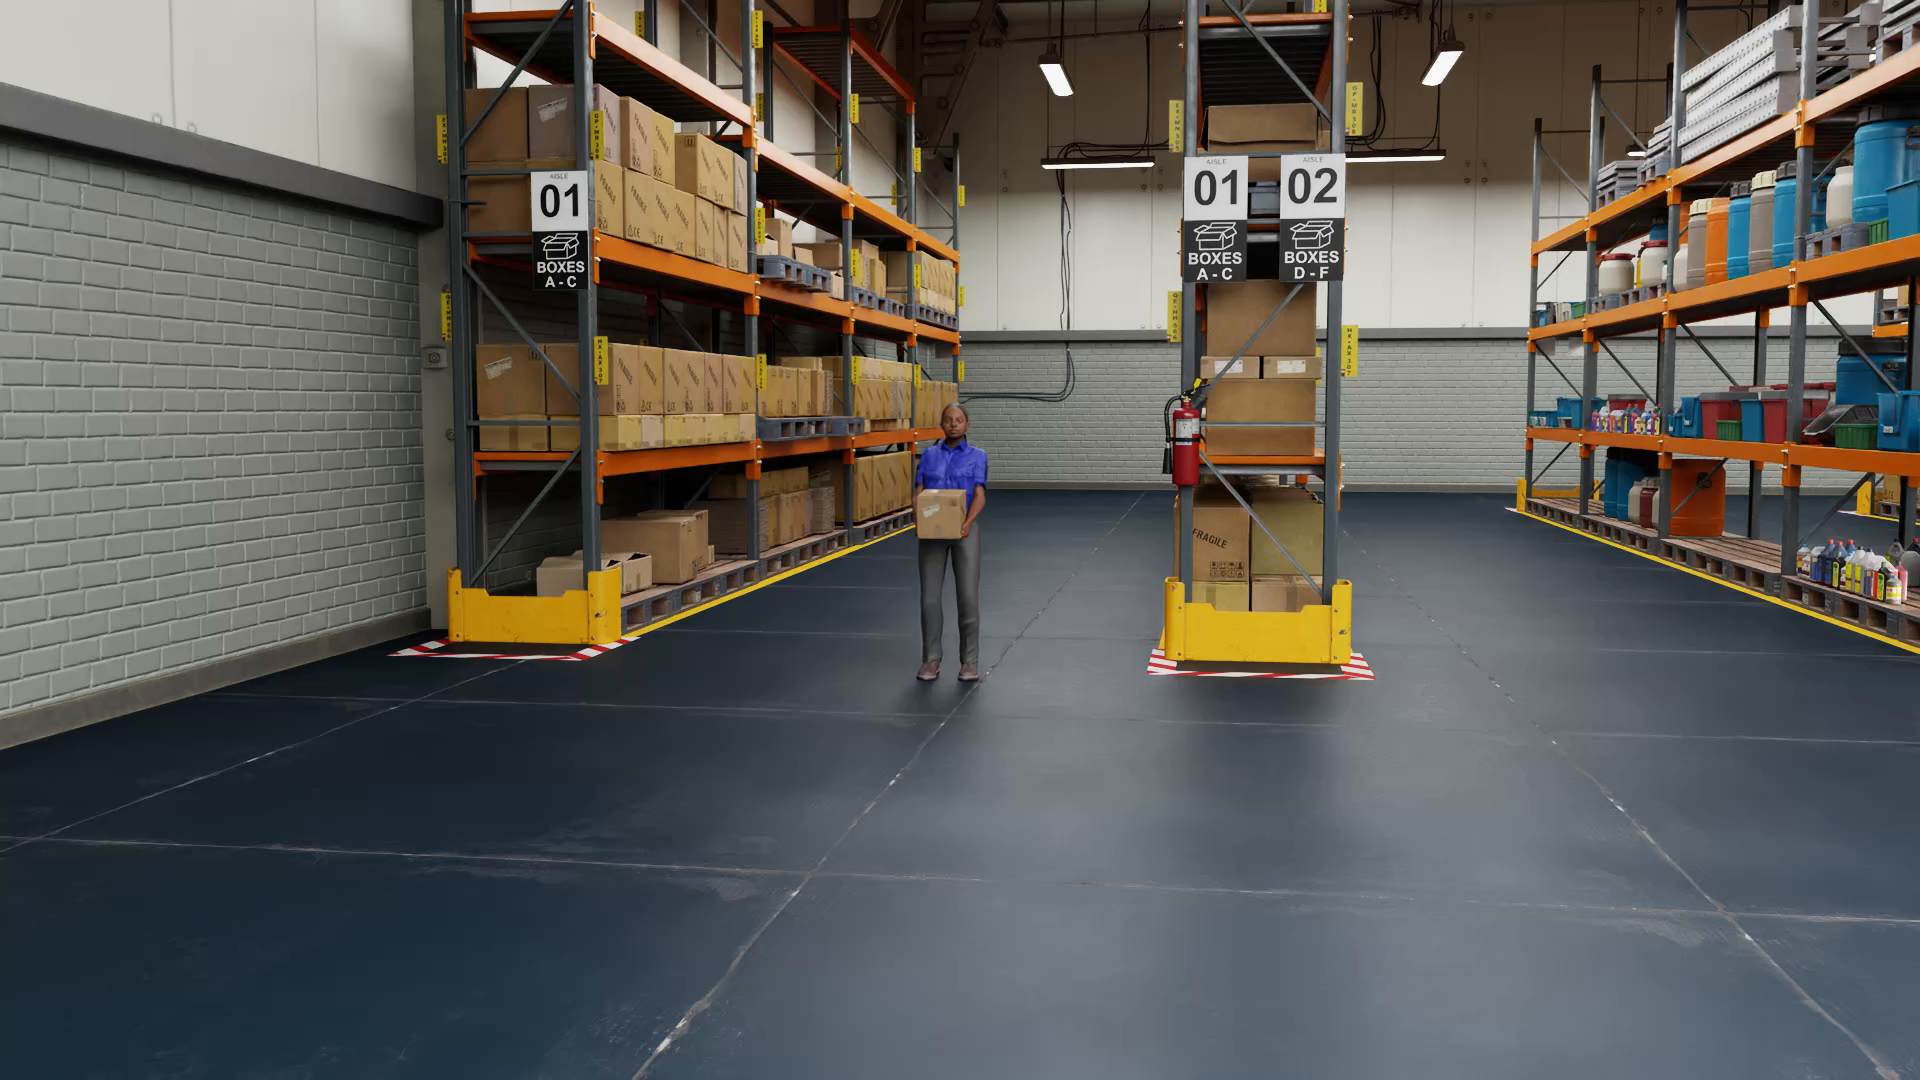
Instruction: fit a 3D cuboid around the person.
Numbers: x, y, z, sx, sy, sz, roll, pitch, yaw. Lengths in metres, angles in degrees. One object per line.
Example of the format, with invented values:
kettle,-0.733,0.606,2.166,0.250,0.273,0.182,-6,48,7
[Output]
person,-0.072,0.009,9.885,0.450,1.646,0.517,1,5,9
